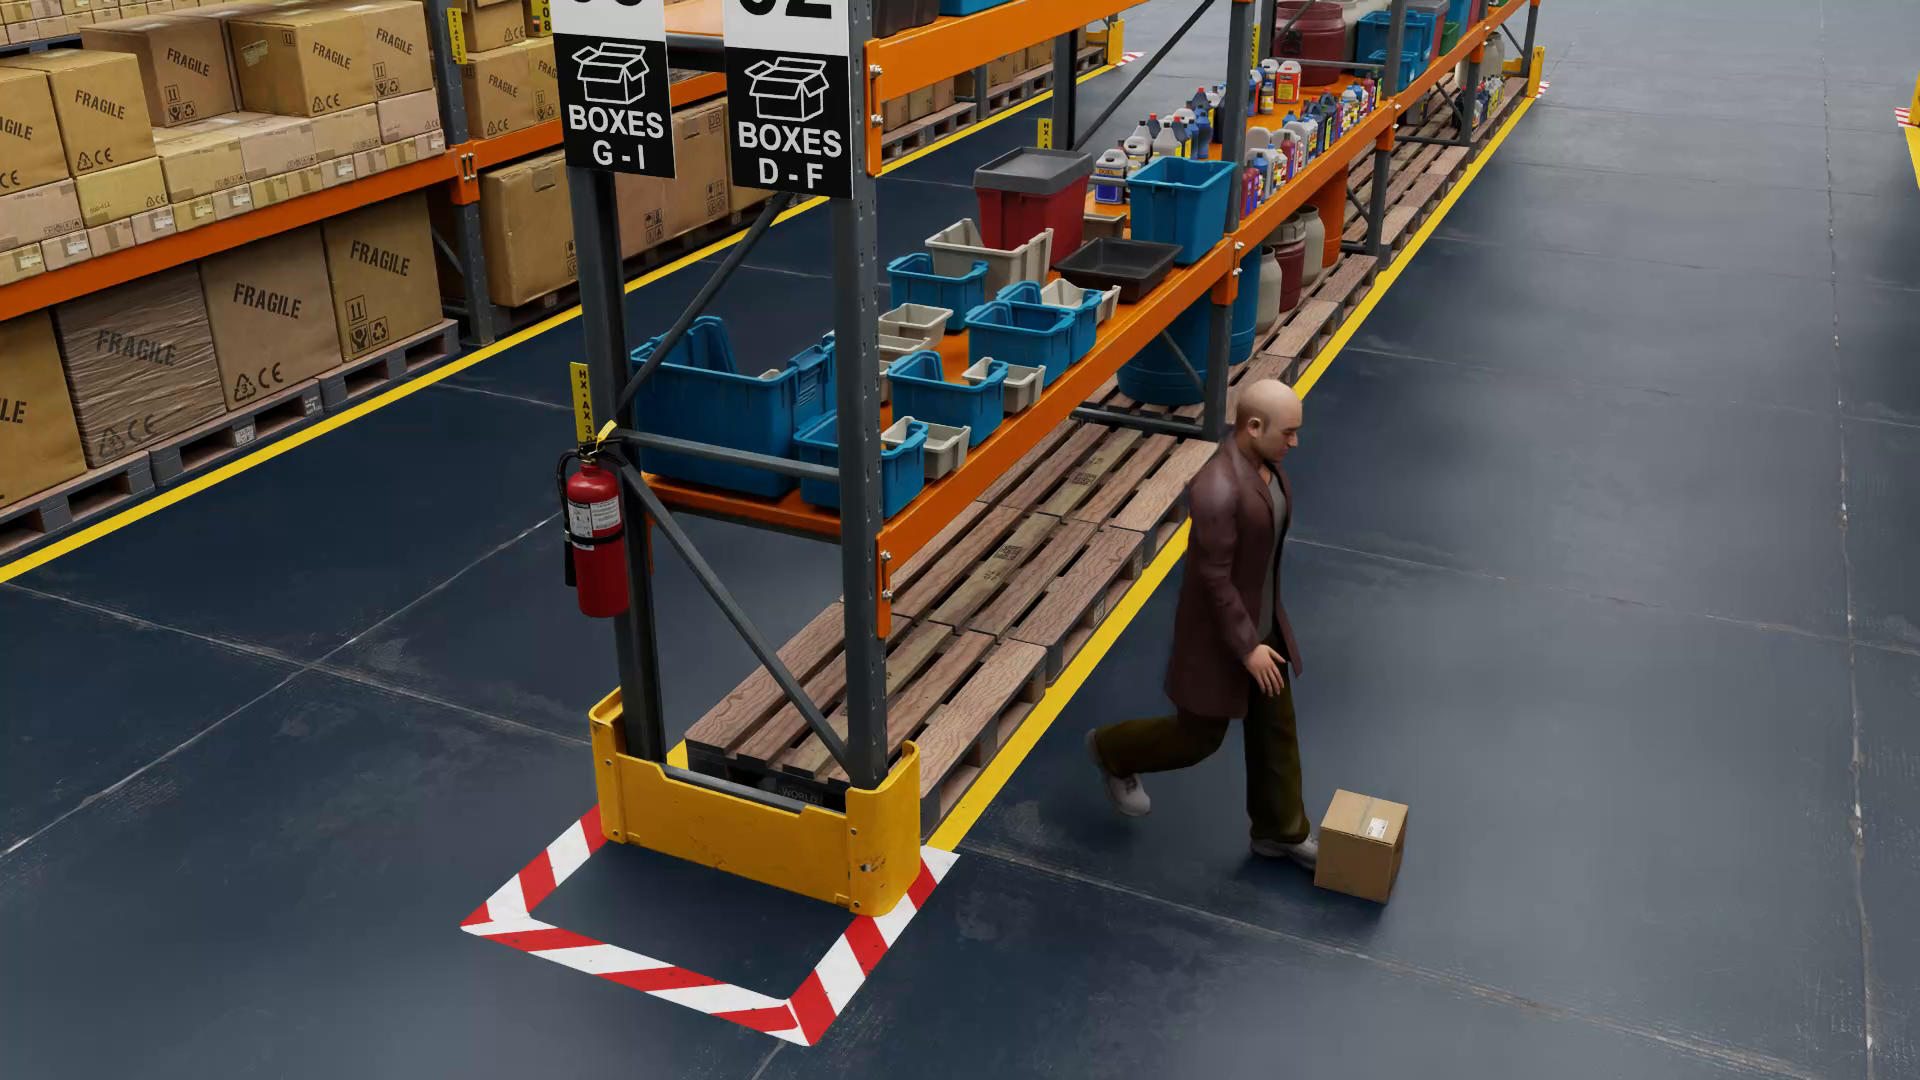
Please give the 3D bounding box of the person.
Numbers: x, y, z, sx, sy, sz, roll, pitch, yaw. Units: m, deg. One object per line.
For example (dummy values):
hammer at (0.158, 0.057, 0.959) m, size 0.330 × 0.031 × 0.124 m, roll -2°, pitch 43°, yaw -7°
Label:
person at (0.906, 0.285, 5.623) m, size 1.011 × 1.748 × 0.576 m, roll 18°, pitch 31°, yaw 33°
